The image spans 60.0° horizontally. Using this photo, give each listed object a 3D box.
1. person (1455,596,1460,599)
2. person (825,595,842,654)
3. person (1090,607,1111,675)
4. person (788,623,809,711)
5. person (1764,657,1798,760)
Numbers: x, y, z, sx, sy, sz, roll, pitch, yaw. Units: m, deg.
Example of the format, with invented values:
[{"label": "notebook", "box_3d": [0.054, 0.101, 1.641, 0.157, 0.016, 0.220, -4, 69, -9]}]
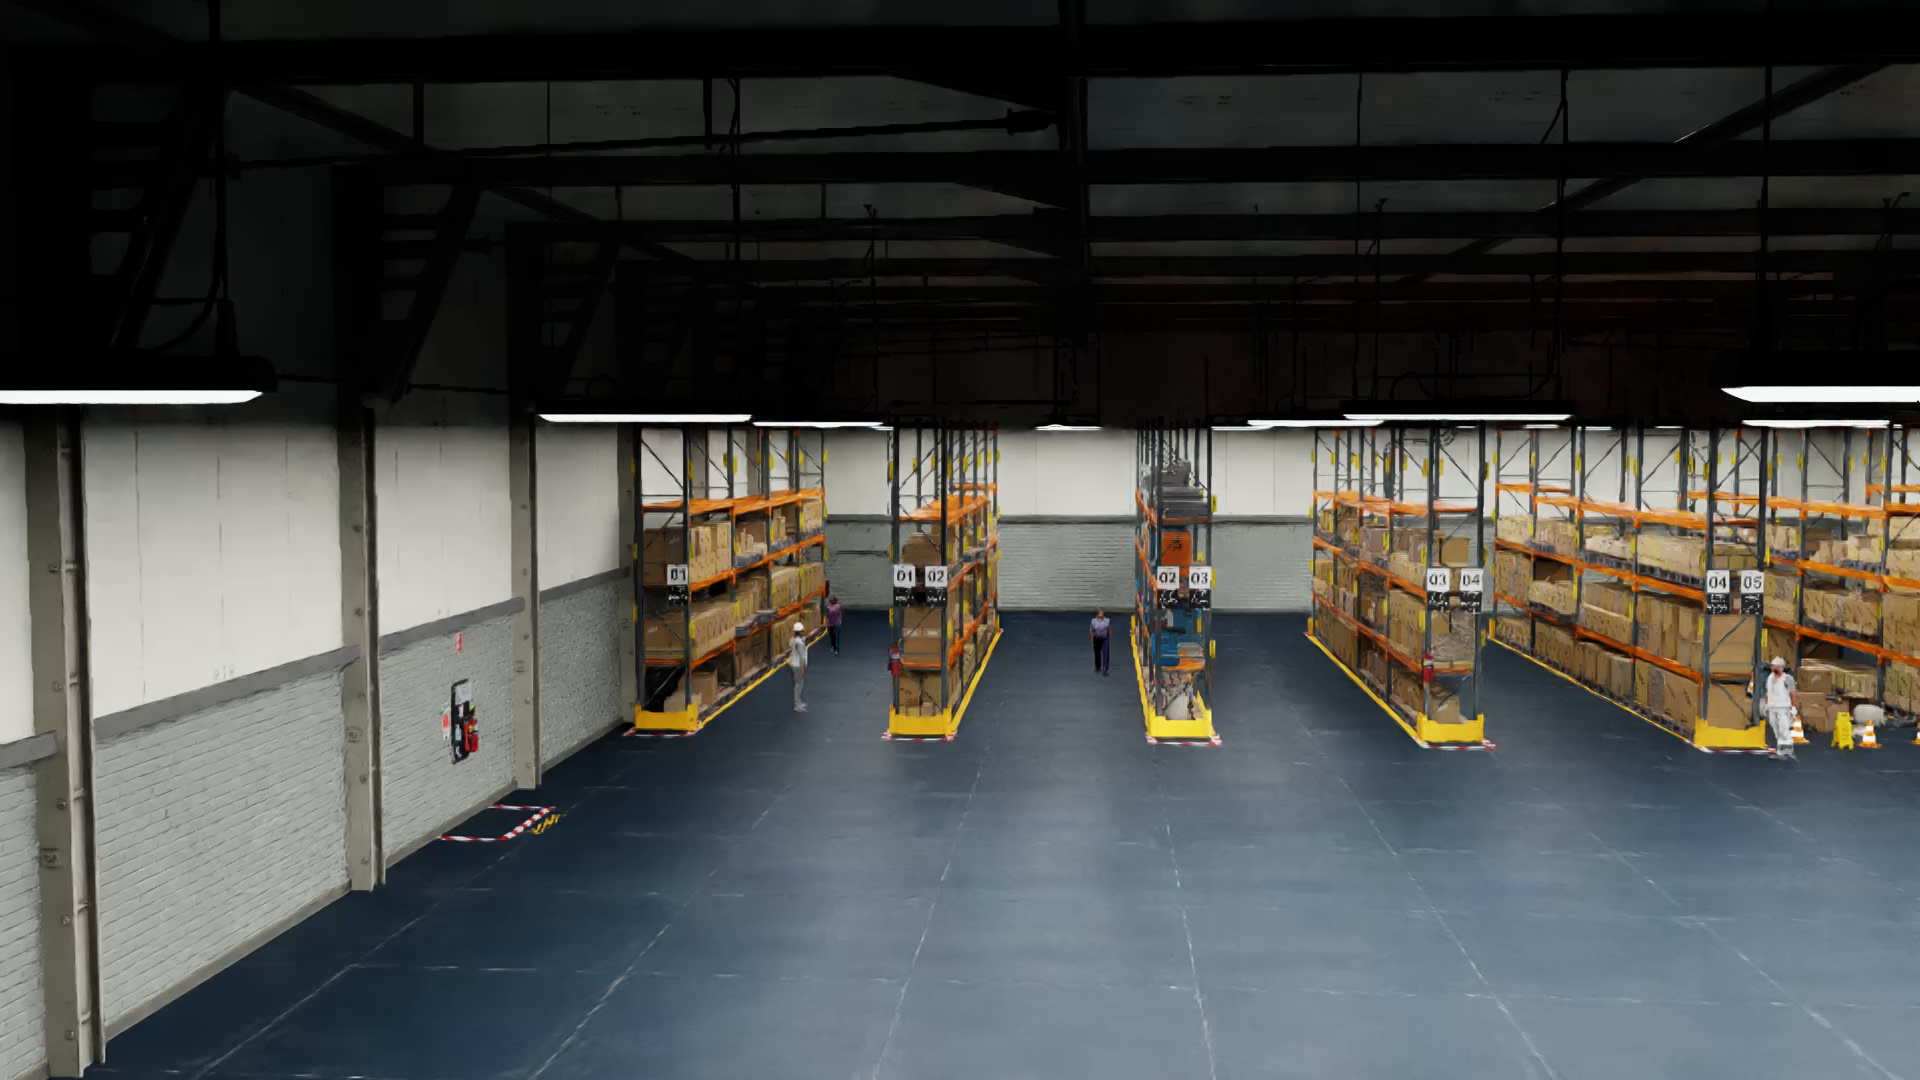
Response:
[{"label": "person", "box_3d": [14.746, 1.639, 49.291, 0.473, 1.791, 0.658, -2, 4, -31]}, {"label": "person", "box_3d": [-3.263, 2.158, 42.826, 0.419, 1.500, 1.037, 0, 4, 3]}, {"label": "person", "box_3d": [3.305, 2.360, 39.240, 0.479, 1.564, 1.077, 1, 4, 9]}, {"label": "person", "box_3d": [-3.279, 2.591, 34.173, 0.463, 1.775, 0.601, -2, 4, -24]}, {"label": "person", "box_3d": [14.306, 2.930, 28.945, 0.386, 1.783, 0.624, -2, 4, -26]}]
